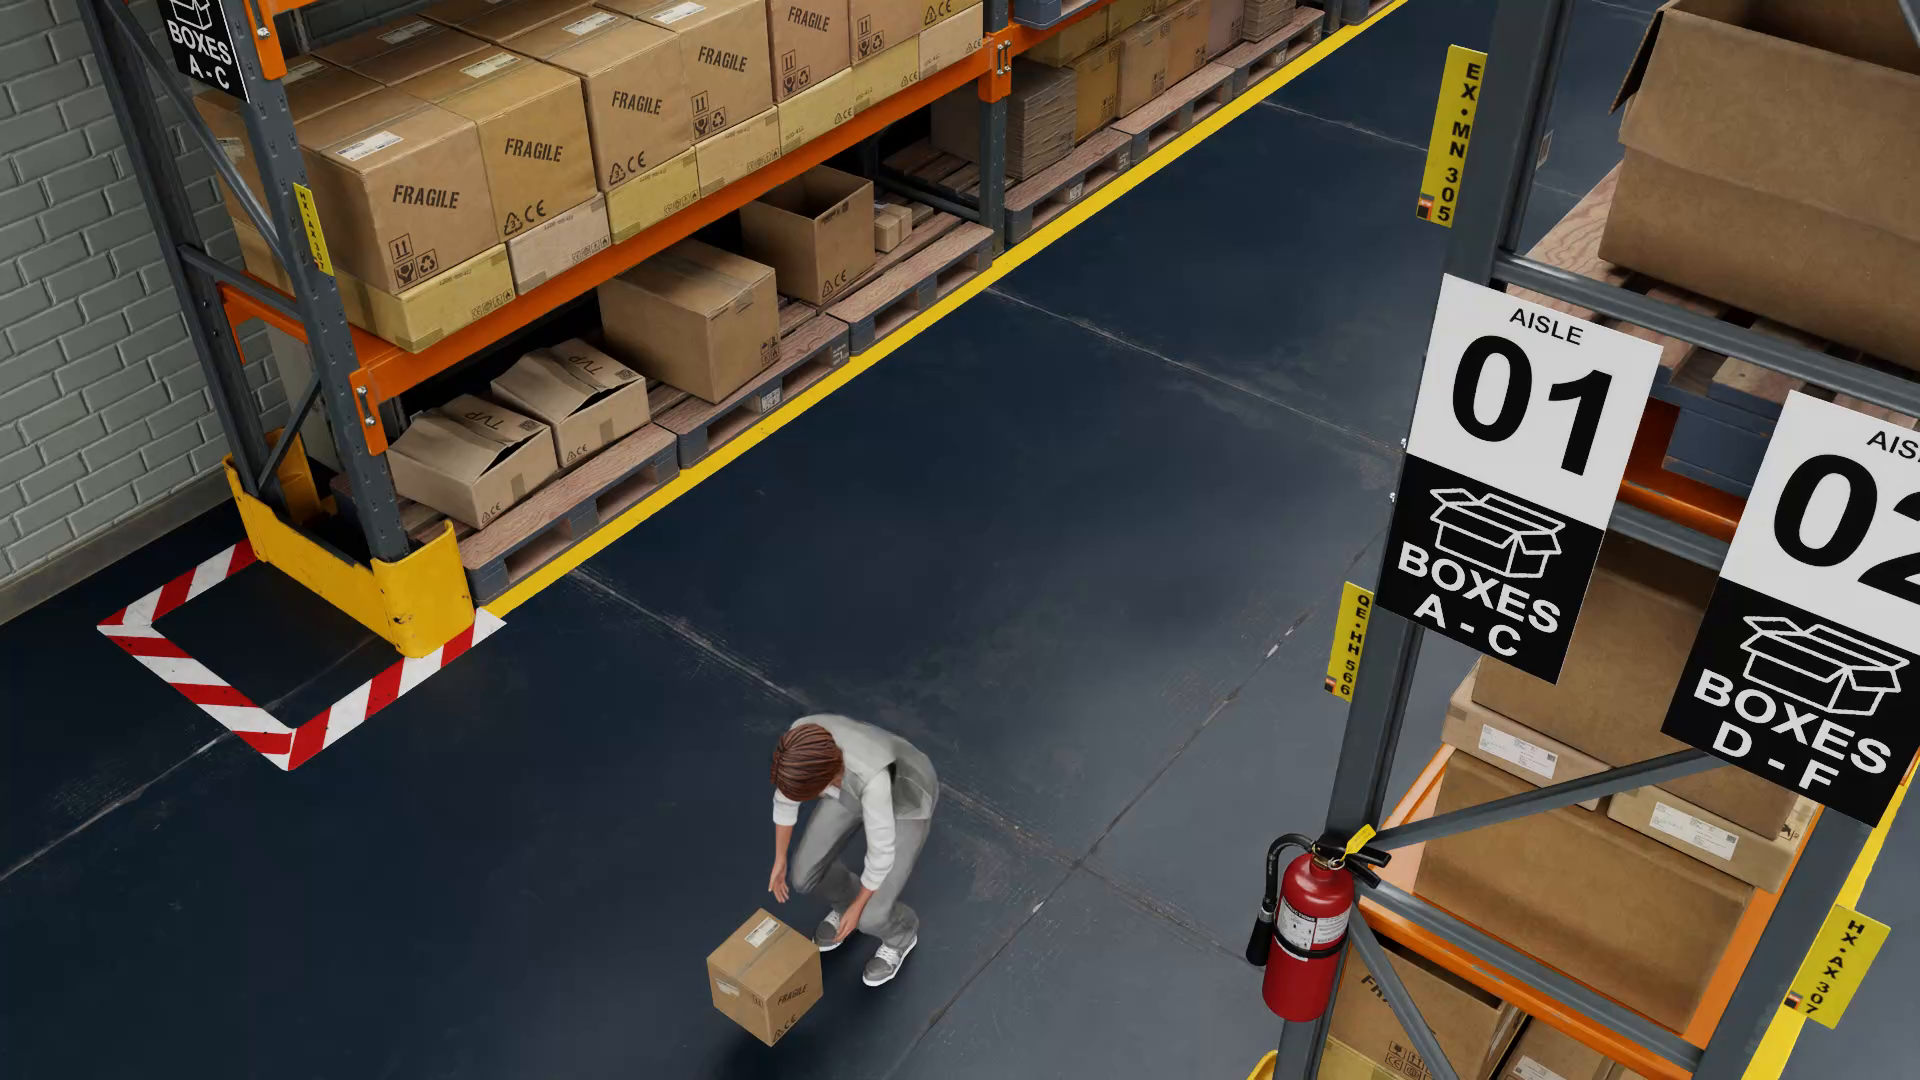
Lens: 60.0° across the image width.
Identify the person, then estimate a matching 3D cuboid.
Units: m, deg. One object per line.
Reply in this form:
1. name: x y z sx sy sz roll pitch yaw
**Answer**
1. person: -0.336 1.023 5.334 0.462 1.072 0.745 26 46 28
